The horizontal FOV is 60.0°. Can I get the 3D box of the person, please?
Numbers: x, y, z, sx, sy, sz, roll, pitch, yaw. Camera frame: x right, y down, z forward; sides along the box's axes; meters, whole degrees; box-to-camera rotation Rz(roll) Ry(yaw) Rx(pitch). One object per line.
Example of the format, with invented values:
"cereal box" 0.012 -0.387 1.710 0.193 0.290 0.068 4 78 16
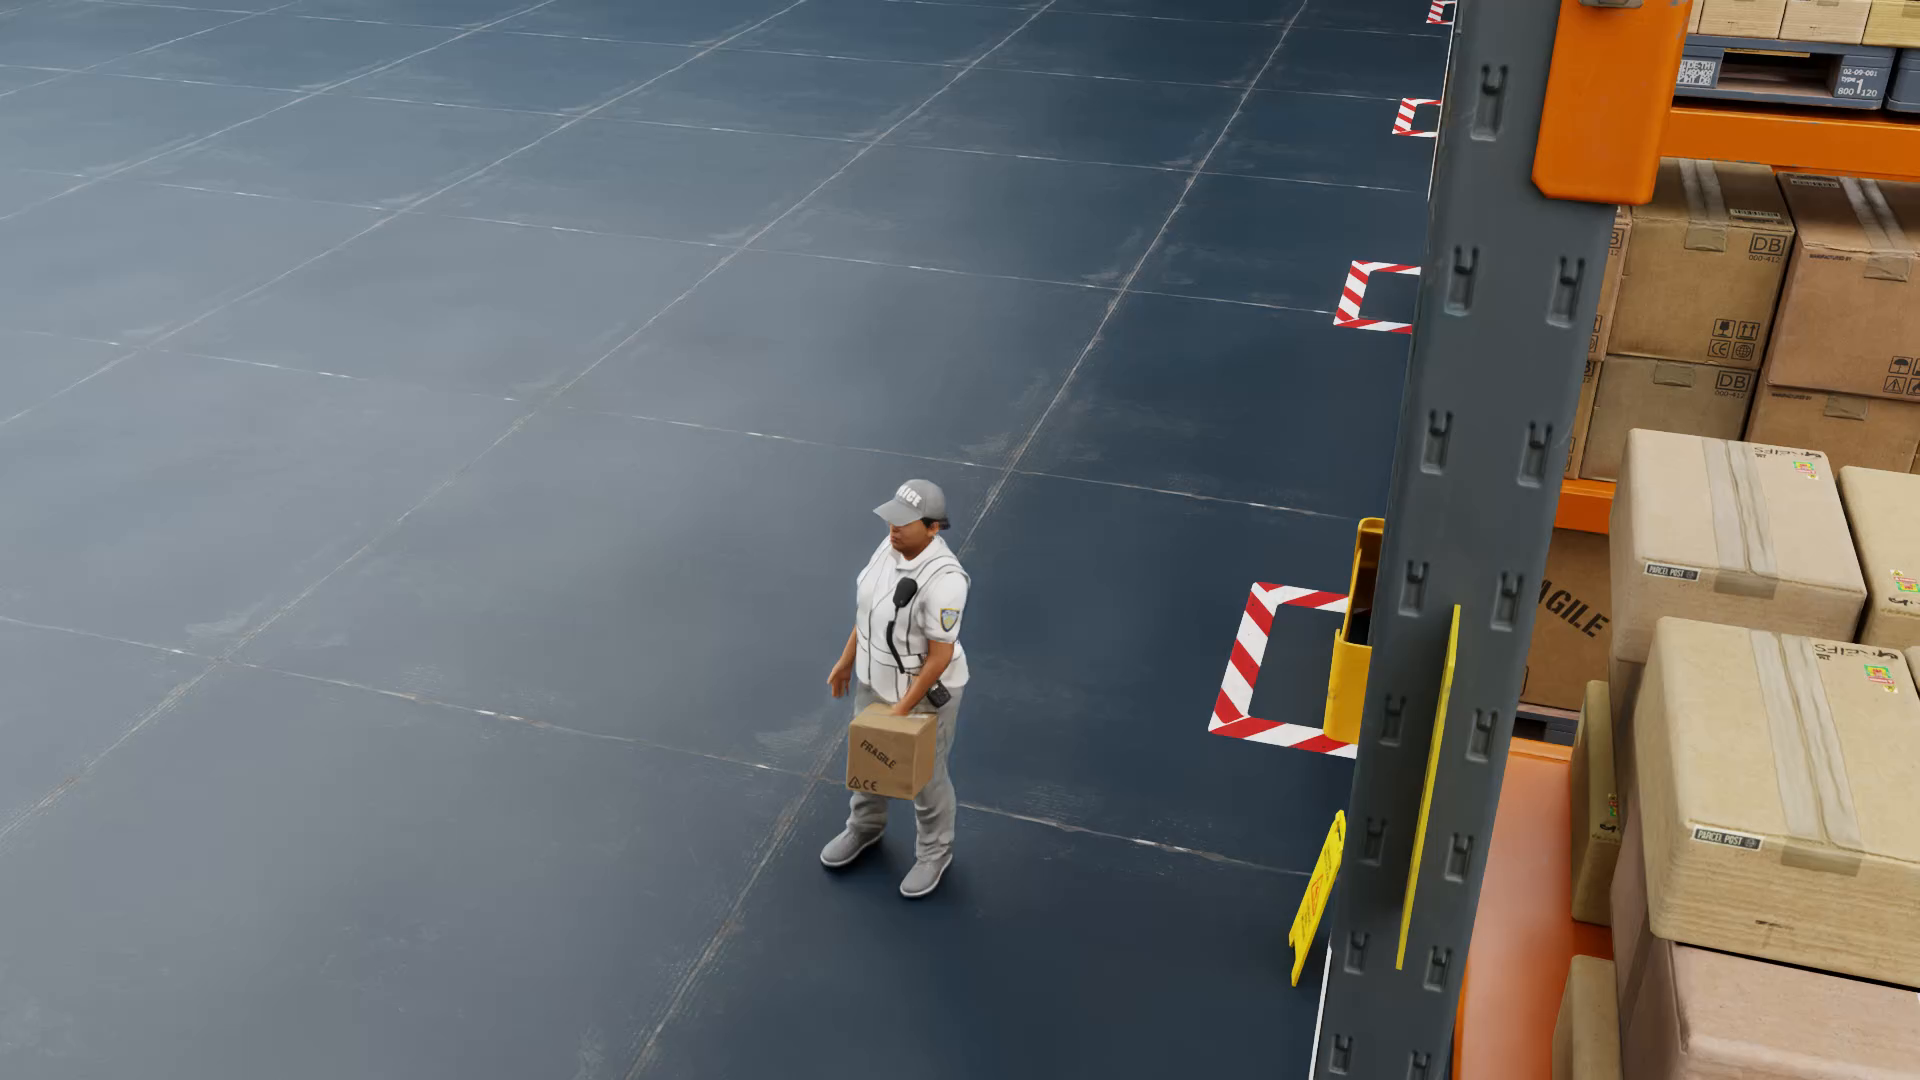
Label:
"person" -0.234 0.551 6.123 0.506 1.671 0.514 -19 35 -30
